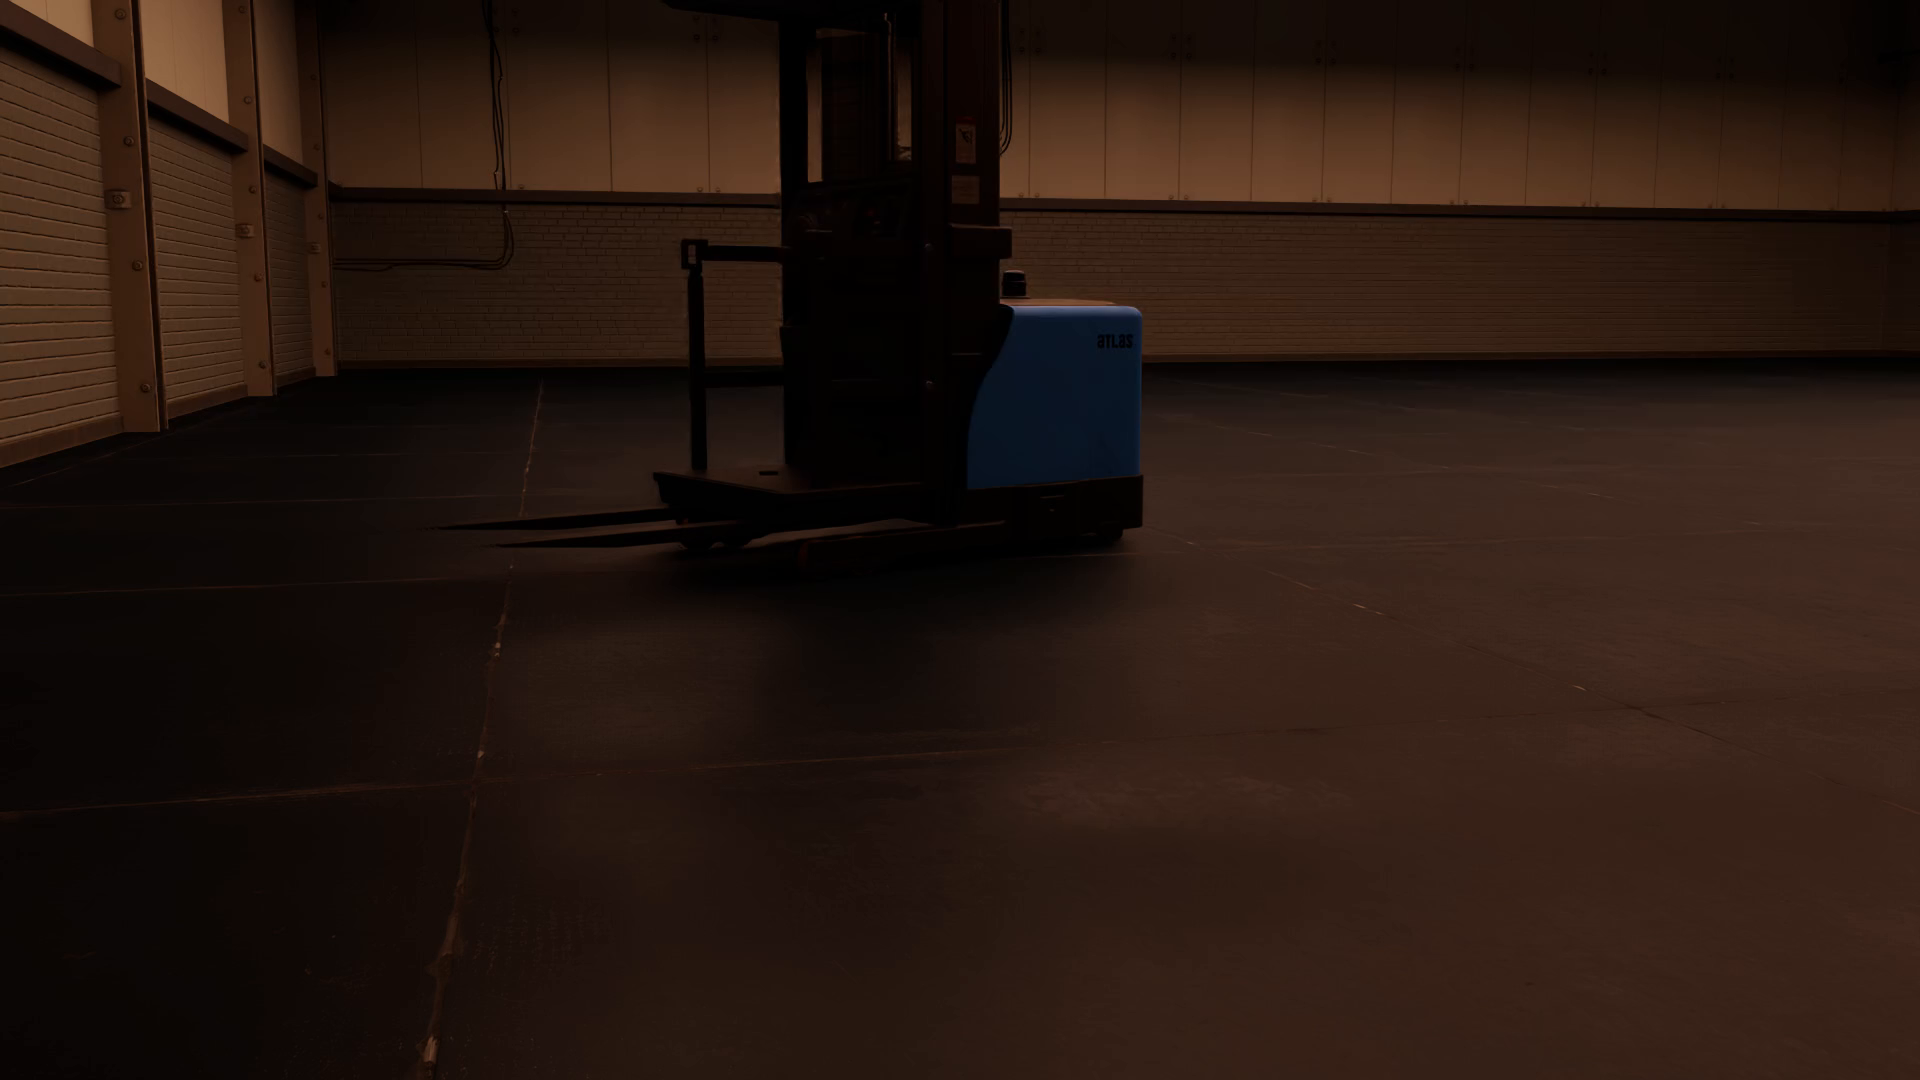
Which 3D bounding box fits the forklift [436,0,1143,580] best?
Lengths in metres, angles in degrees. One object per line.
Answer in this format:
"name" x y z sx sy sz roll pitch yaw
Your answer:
"forklift" -0.640 -1.375 6.956 3.031 2.935 1.130 -6 10 -37
